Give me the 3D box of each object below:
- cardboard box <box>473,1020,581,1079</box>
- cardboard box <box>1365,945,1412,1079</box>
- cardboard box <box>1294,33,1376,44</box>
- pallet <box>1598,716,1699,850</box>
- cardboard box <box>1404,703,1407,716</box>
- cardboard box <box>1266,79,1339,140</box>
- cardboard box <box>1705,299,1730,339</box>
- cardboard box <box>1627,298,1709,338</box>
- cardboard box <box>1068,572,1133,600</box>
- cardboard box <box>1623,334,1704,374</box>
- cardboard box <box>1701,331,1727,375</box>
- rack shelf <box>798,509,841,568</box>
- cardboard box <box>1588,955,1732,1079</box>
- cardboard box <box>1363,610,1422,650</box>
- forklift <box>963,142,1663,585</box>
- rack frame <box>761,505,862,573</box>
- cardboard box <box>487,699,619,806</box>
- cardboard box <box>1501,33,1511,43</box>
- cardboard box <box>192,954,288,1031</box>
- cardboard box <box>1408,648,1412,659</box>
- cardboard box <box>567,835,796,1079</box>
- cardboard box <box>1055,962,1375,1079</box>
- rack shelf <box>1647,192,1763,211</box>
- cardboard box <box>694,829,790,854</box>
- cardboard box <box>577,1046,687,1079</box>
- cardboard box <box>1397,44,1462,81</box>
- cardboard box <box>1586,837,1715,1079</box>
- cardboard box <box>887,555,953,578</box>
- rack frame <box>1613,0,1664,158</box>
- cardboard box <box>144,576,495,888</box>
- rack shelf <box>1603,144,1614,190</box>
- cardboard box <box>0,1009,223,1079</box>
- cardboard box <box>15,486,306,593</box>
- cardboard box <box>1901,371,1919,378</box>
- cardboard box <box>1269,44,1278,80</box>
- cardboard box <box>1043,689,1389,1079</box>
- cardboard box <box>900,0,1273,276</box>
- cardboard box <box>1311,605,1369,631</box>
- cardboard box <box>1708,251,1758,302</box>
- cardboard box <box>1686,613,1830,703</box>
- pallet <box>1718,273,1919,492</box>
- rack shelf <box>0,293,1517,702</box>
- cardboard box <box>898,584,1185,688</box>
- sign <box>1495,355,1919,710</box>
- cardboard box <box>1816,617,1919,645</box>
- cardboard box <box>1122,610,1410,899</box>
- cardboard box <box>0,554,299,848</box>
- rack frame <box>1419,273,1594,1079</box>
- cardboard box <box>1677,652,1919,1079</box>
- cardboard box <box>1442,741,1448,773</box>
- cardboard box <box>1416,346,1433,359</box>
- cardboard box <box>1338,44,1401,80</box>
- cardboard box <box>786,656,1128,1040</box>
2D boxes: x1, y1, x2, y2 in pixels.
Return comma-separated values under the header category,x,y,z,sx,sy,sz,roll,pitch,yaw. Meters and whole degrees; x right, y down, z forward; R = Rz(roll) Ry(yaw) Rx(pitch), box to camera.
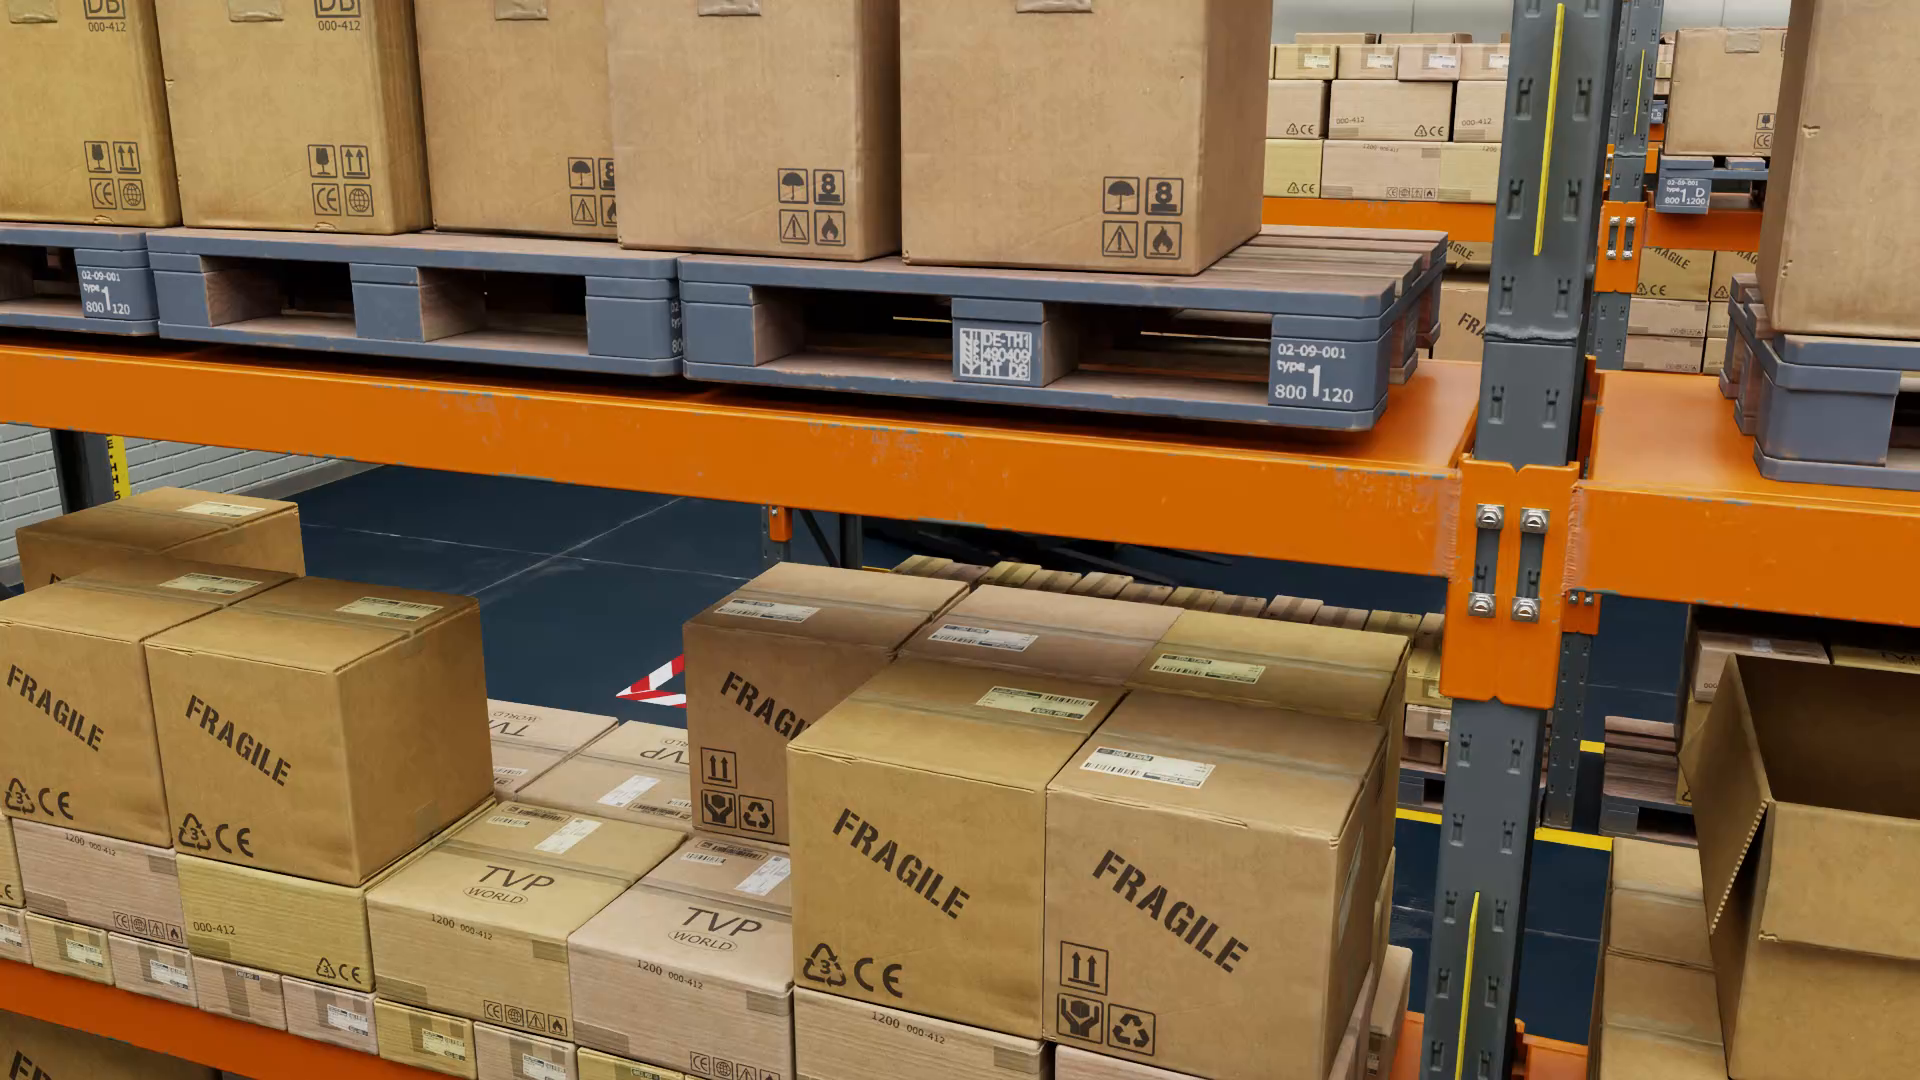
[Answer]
category,x,y,z,sx,sy,sz,roll,pitch,yaw
cardboard box,-0.838,1.048,3.635,0.250,0.149,0.380,7,17,22
cardboard box,0.844,1.035,3.678,0.250,0.149,0.380,6,17,21
cardboard box,2.733,-3.441,12.155,0.500,0.500,0.500,7,17,22
pallet,3.636,1.174,7.753,1.213,0.211,1.003,6,17,21
cardboard box,1.990,0.783,7.924,0.250,0.149,0.380,6,17,19
cardboard box,1.422,-1.943,7.479,0.500,0.250,0.500,7,18,23
cardboard box,5.435,-1.543,11.480,0.500,0.250,0.500,7,17,21
cardboard box,4.939,-1.589,11.639,0.500,0.250,0.500,6,17,19
cardboard box,0.764,0.306,9.032,0.250,0.149,0.380,7,18,23
cardboard box,4.946,-1.354,11.725,0.500,0.250,0.500,6,17,19
cardboard box,5.428,-1.301,11.544,0.500,0.250,0.500,6,17,19
rack shelf,-0.811,-0.653,9.044,0.053,2.616,0.949,6,17,21
cardboard box,1.334,1.095,2.842,0.500,0.500,0.500,6,17,21
cardboard box,2.179,0.491,8.395,0.269,0.149,0.392,7,18,23
forklift,3.587,-2.758,12.333,7.407,5.209,9.711,-15,22,-41
rack frame,-0.810,-0.654,9.046,0.127,3.000,1.000,6,17,21
cardboard box,-1.230,0.636,4.338,0.500,0.250,0.500,6,17,19
cardboard box,4.163,-3.392,11.985,0.500,0.500,0.500,7,17,22
cardboard box,-1.558,0.969,3.906,0.250,0.149,0.380,6,17,20
cardboard box,1.998,0.628,7.922,0.250,0.149,0.380,6,17,20
cardboard box,-0.467,0.879,3.502,0.500,0.250,0.500,7,17,22
cardboard box,0.490,0.983,3.142,0.500,0.250,0.500,6,17,20
rack shelf,4.772,-1.264,6.577,3.809,0.052,0.919,6,17,21
cardboard box,-0.288,0.741,3.978,0.500,0.250,0.500,7,17,22
cardboard box,-0.602,1.074,3.544,0.250,0.149,0.380,6,17,20
cardboard box,2.028,-2.045,7.113,0.250,0.149,0.380,6,17,21
cardboard box,1.533,0.960,3.307,0.500,0.500,0.500,6,17,21
cardboard box,-0.224,0.216,9.342,0.250,0.149,0.380,6,17,21
rack frame,2.911,-3.126,6.801,0.127,3.000,1.000,6,17,21
cardboard box,-1.427,0.413,3.762,0.500,0.500,0.500,6,17,19
rack shelf,2.773,-2.839,12.482,4.000,0.370,1.077,6,17,21
cardboard box,-2.099,1.485,4.735,0.875,0.875,0.875,6,17,21
cardboard box,-2.174,0.173,4.589,0.500,0.500,0.500,7,17,21
cardboard box,6.361,-1.191,11.165,0.500,0.250,0.500,6,17,20
cardboard box,1.307,-2.132,7.413,0.265,0.149,0.390,7,18,22
cardboard box,0.472,0.623,3.040,0.500,0.500,0.500,7,18,22
cardboard box,0.247,-0.772,2.959,0.500,0.500,0.700,5,17,17
cardboard box,1.928,0.470,8.466,0.250,0.149,0.380,6,17,19
cardboard box,5.421,-1.903,11.375,0.500,0.500,0.500,6,17,20
cardboard box,3.502,0.538,7.326,0.500,0.250,0.500,5,17,18
pallet,1.868,-0.236,2.571,1.217,0.209,0.805,6,17,18
rack shelf,-0.863,-0.269,3.628,4.000,0.370,1.077,6,17,21
cardboard box,0.190,0.432,3.694,0.500,0.500,0.500,6,17,21
sign,5.397,-1.940,8.319,4.000,0.966,14.919,6,17,21
cardboard box,4.170,0.460,7.593,0.500,0.250,0.500,7,18,23
cardboard box,0.646,0.485,3.514,0.500,0.500,0.500,6,17,21
cardboard box,-1.911,0.361,3.939,0.500,0.500,0.500,6,17,19
rack frame,0.997,1.031,3.242,0.127,3.000,1.000,6,17,21
cardboard box,1.595,0.565,2.870,0.637,0.503,0.797,6,17,19
cardboard box,2.422,0.971,7.810,0.250,0.149,0.380,7,17,21
cardboard box,1.892,-0.945,7.544,0.500,0.500,0.500,6,17,19
cardboard box,1.827,-2.102,7.311,0.250,0.149,0.380,7,18,23
cardboard box,0.007,0.570,3.220,0.500,0.500,0.500,6,17,21
